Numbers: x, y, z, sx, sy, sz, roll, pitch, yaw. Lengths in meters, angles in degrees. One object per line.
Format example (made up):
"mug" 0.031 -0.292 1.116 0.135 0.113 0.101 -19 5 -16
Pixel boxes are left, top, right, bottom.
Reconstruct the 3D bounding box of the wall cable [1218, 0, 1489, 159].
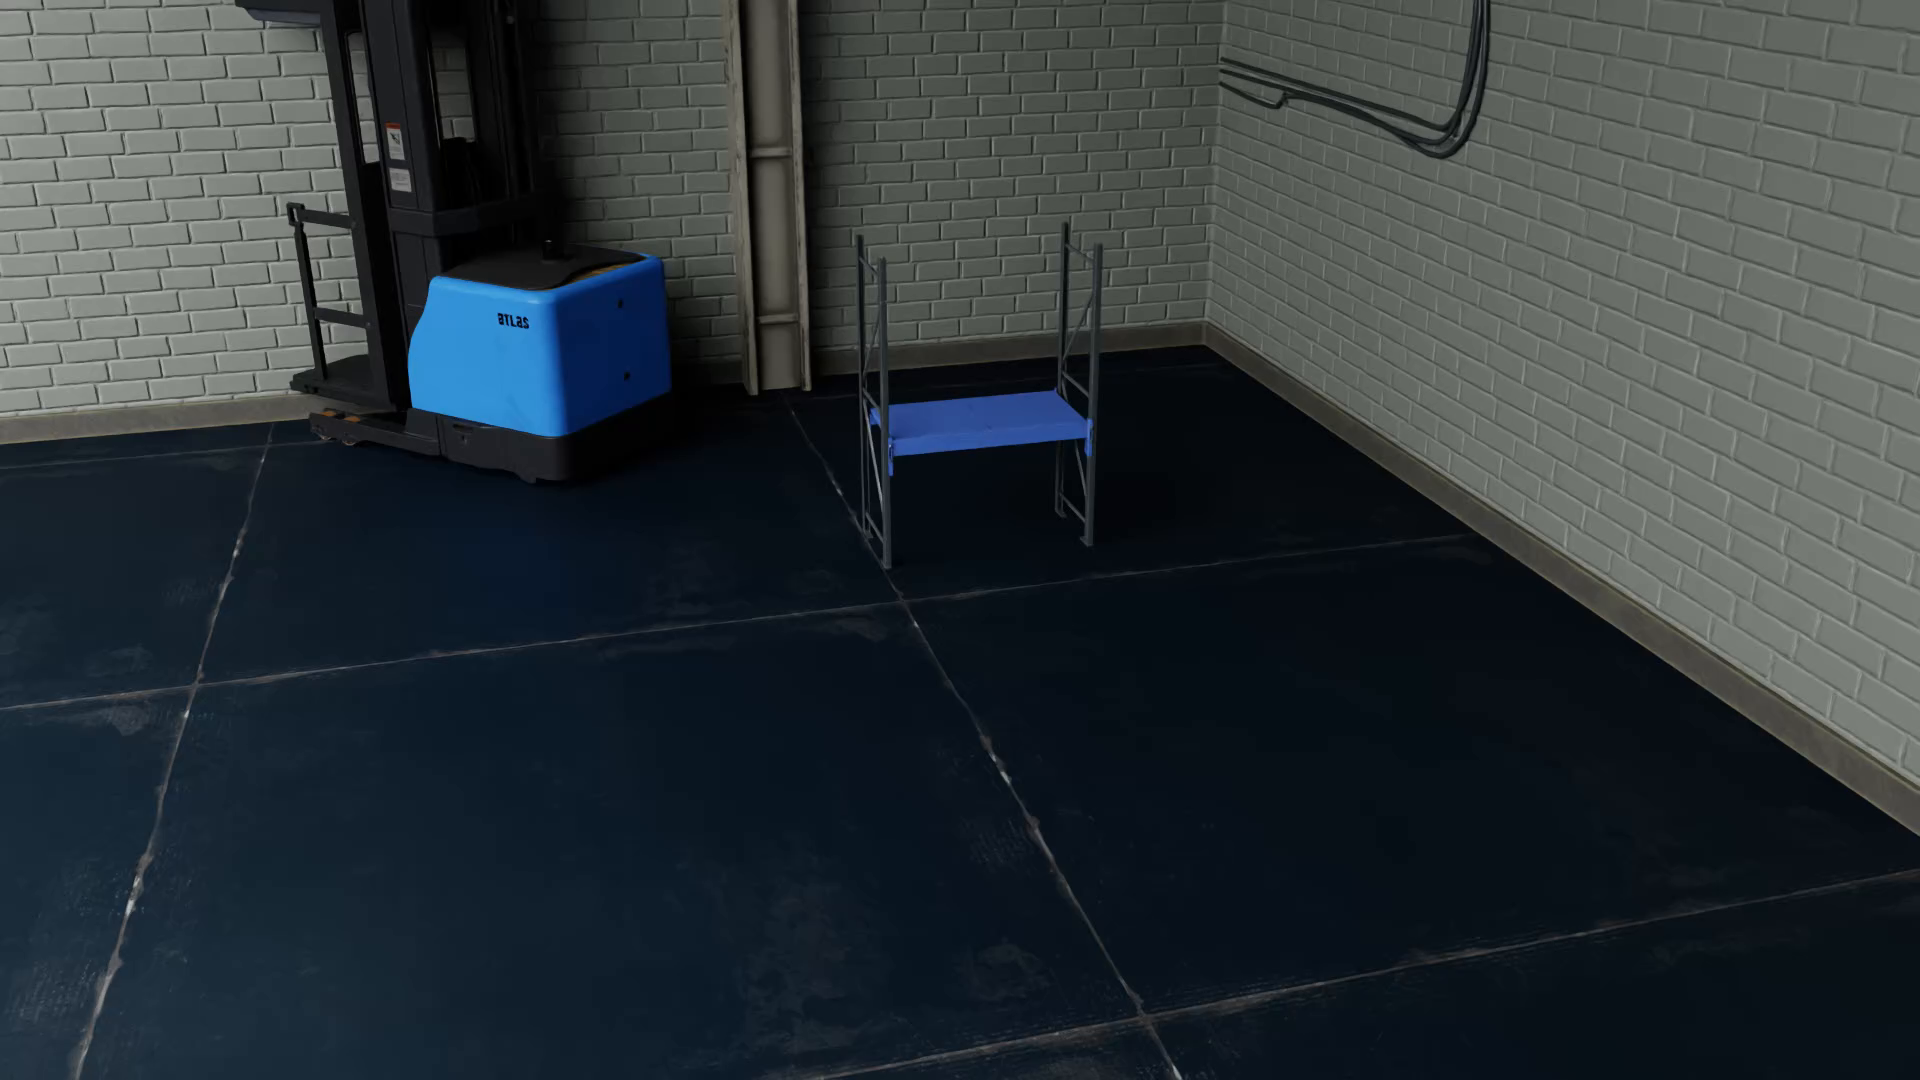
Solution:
"wall cable" 2.034 -3.499 8.930 0.112 2.526 3.097 -6 24 -14

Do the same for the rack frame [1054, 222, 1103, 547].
"rack frame" 0.572 -0.752 8.102 0.032 1.500 0.500 -6 24 -14

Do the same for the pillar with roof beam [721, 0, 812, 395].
"pillar with roof beam" 0.003 -3.480 4.948 0.400 9.000 9.100 -6 24 -14

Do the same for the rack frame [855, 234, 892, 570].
"rack frame" -0.407 -0.644 7.849 0.032 1.500 0.500 -6 24 -14

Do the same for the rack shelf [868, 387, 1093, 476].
"rack shelf" 0.082 -0.533 8.046 1.000 0.185 0.538 -6 24 -14

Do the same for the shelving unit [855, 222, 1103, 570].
"shelving unit" 0.082 -0.698 7.975 1.048 1.500 0.538 -6 24 -14

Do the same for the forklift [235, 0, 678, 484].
"forklift" -3.158 -2.053 9.318 3.031 2.935 1.130 13 26 27
